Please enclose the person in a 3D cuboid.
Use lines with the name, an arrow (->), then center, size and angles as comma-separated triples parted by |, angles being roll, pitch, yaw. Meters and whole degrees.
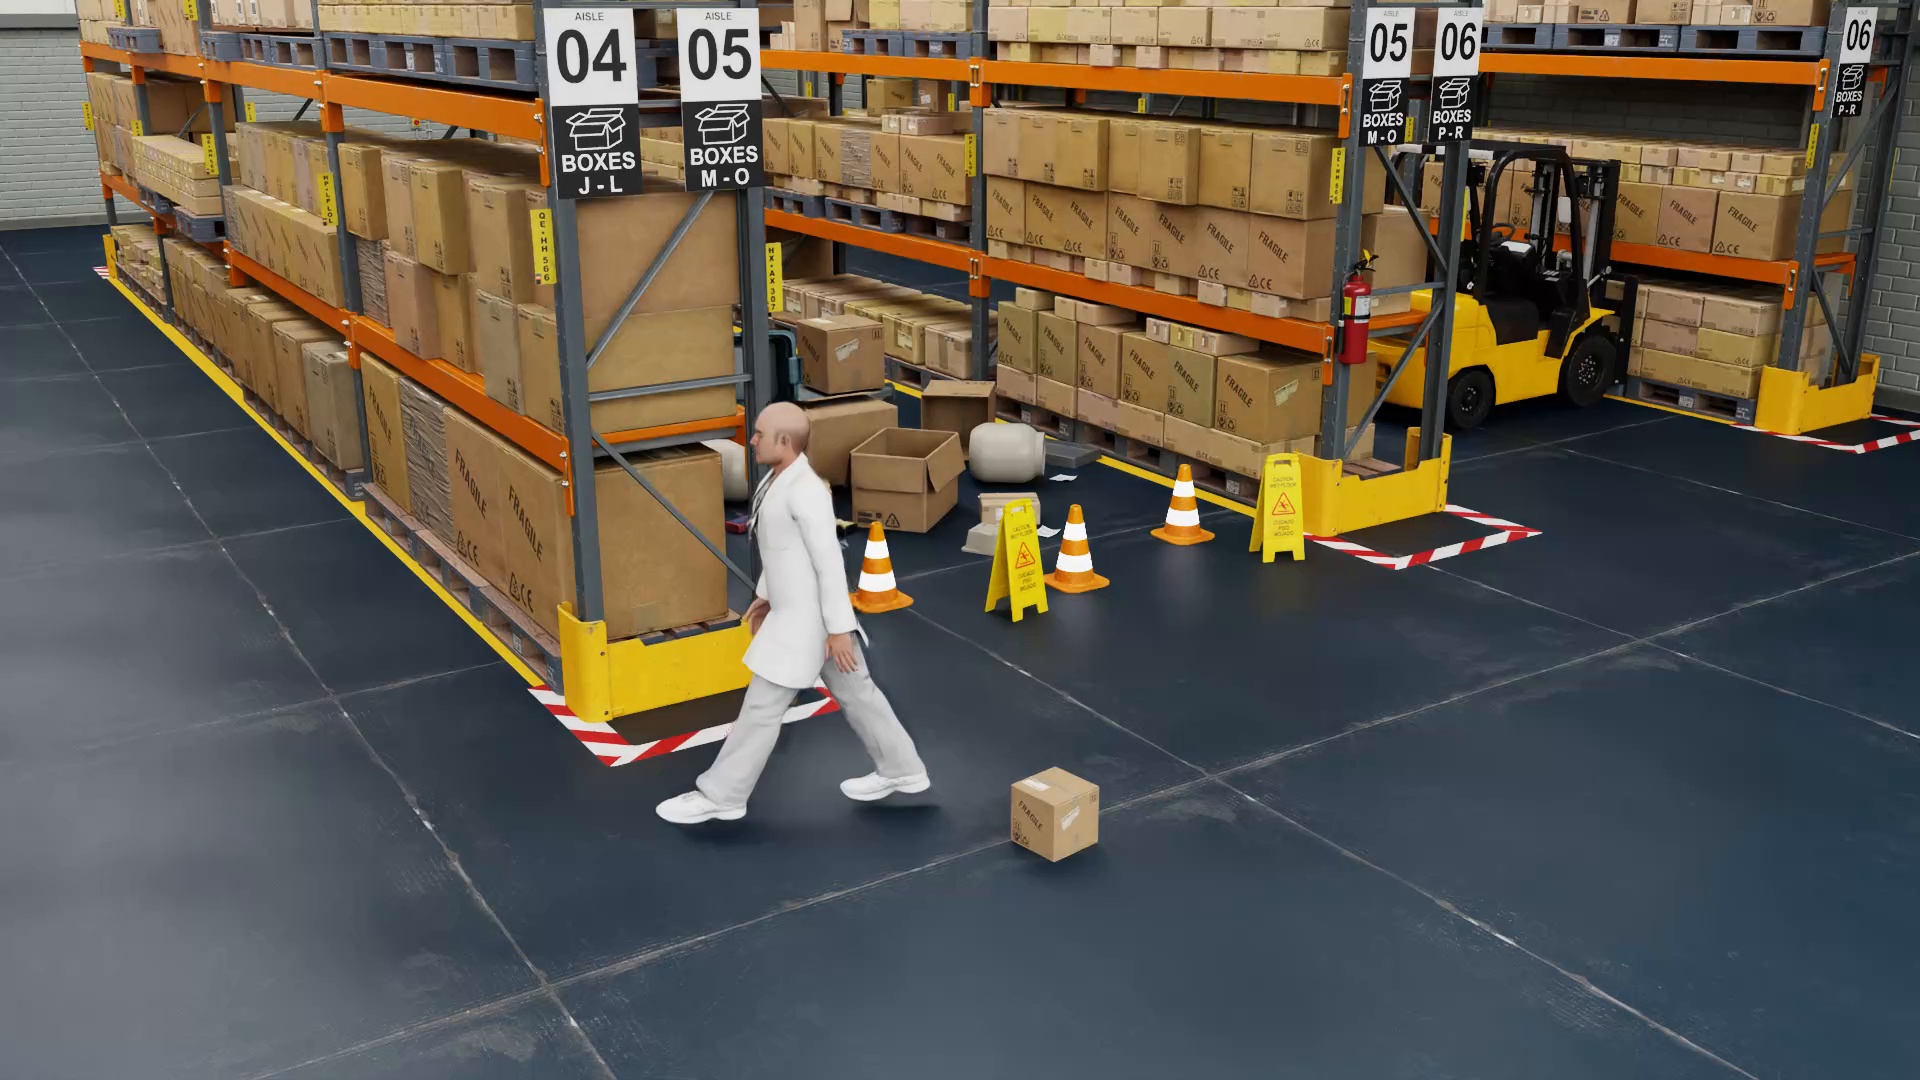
person -> -0.682, 0.283, 6.674 | 1.128, 1.708, 0.603 | -2, 18, -6
